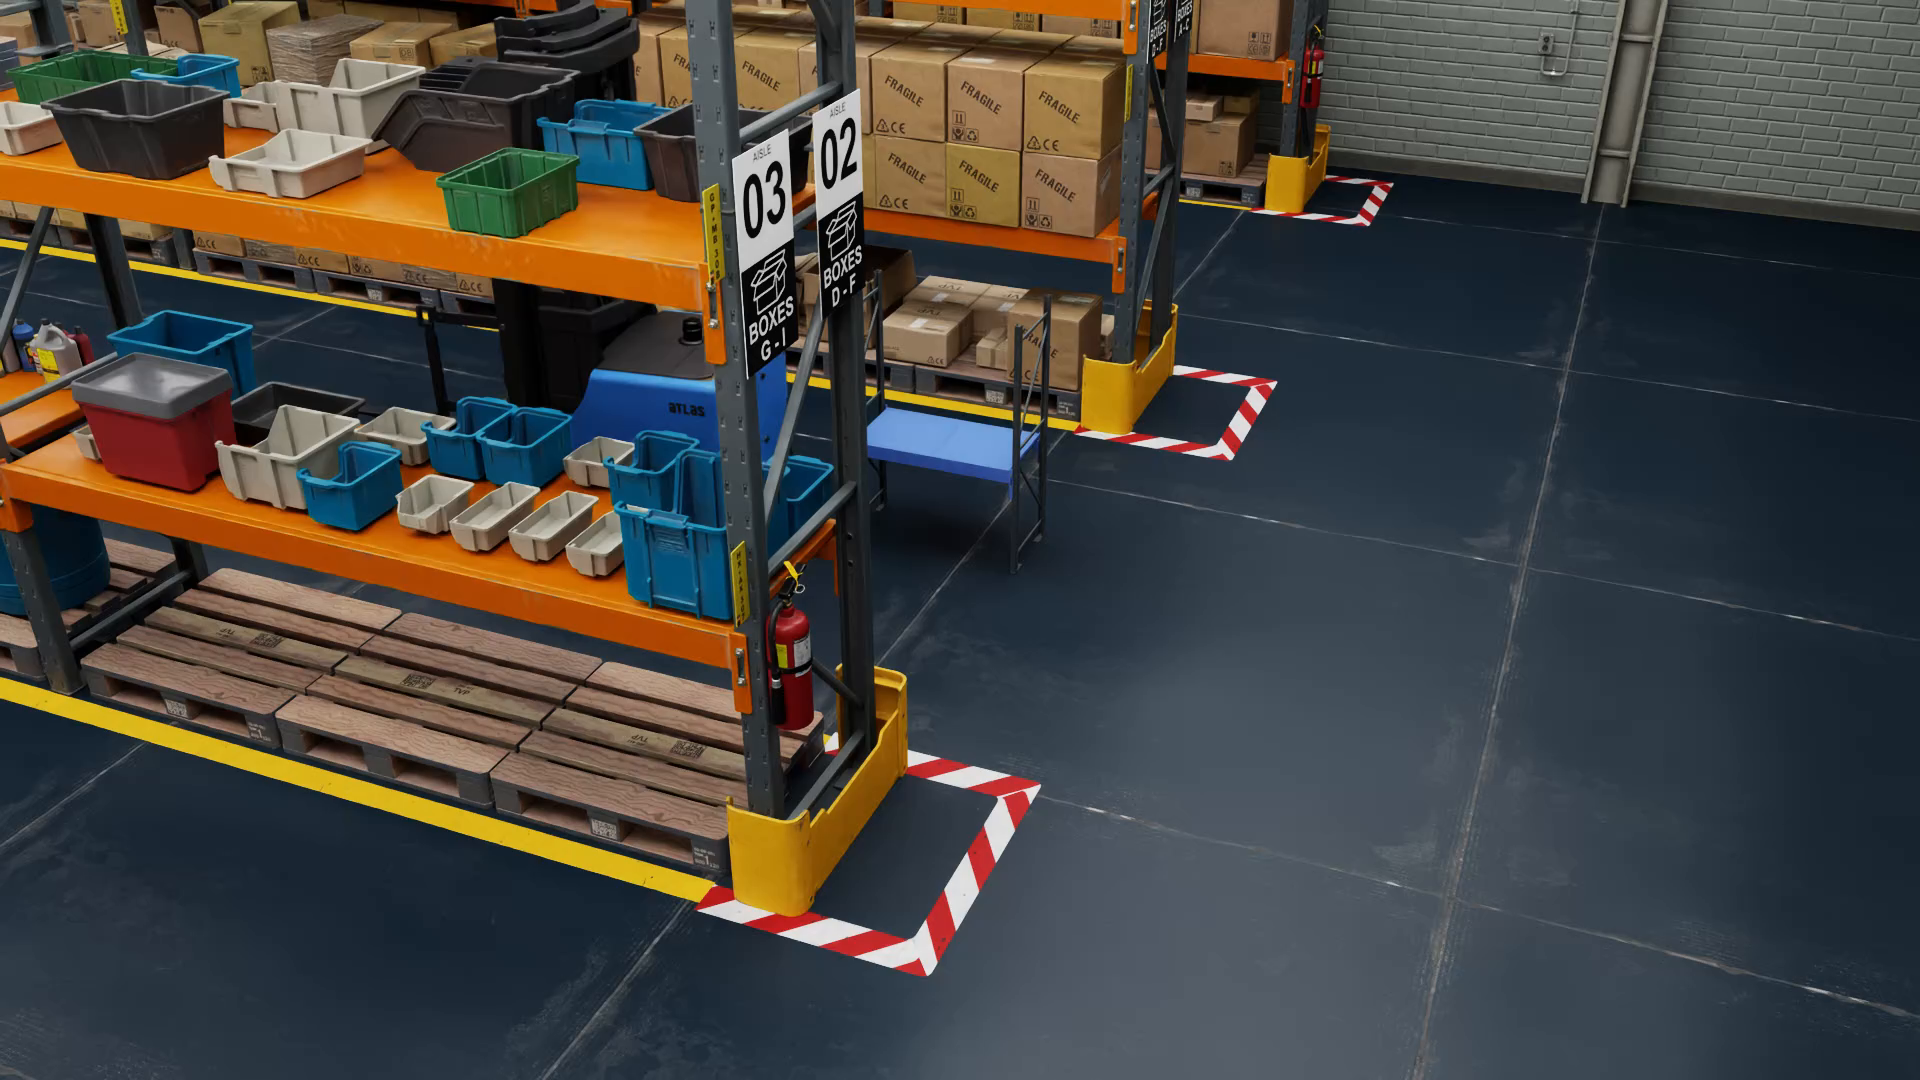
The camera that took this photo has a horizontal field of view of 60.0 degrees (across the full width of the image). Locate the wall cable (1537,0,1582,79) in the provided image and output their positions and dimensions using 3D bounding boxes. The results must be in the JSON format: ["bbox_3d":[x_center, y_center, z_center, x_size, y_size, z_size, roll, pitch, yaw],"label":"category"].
[{"bbox_3d":[4.636,-5.169,14.814,1.851,1.984,0.084,11,31,19],"label":"wall cable"}]

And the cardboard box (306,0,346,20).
[{"bbox_3d":[-6.928,-5.973,18.601,0.500,0.250,0.500,11,31,18],"label":"cardboard box"}]

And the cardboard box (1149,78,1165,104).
[{"bbox_3d":[1.897,-4.201,15.588,0.250,0.149,0.380,12,31,20],"label":"cardboard box"}]

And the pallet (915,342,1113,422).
[{"bbox_3d":[0.425,-1.220,11.694,1.213,0.211,1.003,11,31,19],"label":"pallet"}]

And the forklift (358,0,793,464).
[{"bbox_3d":[-2.603,-1.605,9.610,3.031,2.935,1.130,8,30,13],"label":"forklift"}]

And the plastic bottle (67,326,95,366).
[{"bbox_3d":[-4.517,-0.966,8.530,0.133,0.283,0.061,11,31,19],"label":"plastic bottle"}]

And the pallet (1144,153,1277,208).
[{"bbox_3d":[2.323,-3.430,15.605,1.213,0.211,1.003,11,31,19],"label":"pallet"}]

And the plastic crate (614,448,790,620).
[{"bbox_3d":[-1.012,-0.033,6.663,0.499,0.435,0.616,11,31,19],"label":"plastic crate"}]

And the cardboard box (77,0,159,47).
[{"bbox_3d":[-9.936,-6.162,19.697,0.500,0.500,0.700,9,31,16],"label":"cardboard box"}]

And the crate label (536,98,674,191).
[{"bbox_3d":[-1.365,-1.574,6.589,0.502,0.251,0.408,11,31,19],"label":"crate label"}]

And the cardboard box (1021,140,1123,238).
[{"bbox_3d":[0.717,-2.275,10.625,0.500,0.500,0.500,12,32,21],"label":"cardboard box"}]

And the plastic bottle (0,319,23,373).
[{"bbox_3d":[-4.963,-1.028,8.646,0.135,0.276,0.152,11,31,19],"label":"plastic bottle"}]

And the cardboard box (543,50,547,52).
[{"bbox_3d":[-2.827,-3.429,12.239,0.500,0.500,0.700,1,30,2],"label":"cardboard box"}]

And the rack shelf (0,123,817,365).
[{"bbox_3d":[-2.485,-1.378,6.821,4.000,0.370,1.077,11,31,19],"label":"rack shelf"}]

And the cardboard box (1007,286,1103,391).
[{"bbox_3d":[0.638,-1.364,11.209,0.500,0.500,0.500,11,31,19],"label":"cardboard box"}]

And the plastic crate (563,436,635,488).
[{"bbox_3d":[-1.631,-0.345,7.518,0.298,0.136,0.250,11,31,19],"label":"plastic crate"}]

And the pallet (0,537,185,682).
[{"bbox_3d":[-5.037,0.297,9.009,1.213,0.211,1.003,11,31,19],"label":"pallet"}]

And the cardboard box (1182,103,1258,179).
[{"bbox_3d":[2.407,-3.711,15.380,0.500,0.500,0.700,11,31,19],"label":"cardboard box"}]

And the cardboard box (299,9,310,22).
[{"bbox_3d":[-7.338,-5.727,18.927,0.500,0.500,0.700,12,32,21],"label":"cardboard box"}]

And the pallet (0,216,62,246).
[{"bbox_3d":[-8.053,-2.935,14.729,1.213,0.211,1.003,11,31,19],"label":"pallet"}]

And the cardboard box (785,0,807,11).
[{"bbox_3d":[-1.498,-5.209,16.153,0.250,0.149,0.380,12,32,21],"label":"cardboard box"}]

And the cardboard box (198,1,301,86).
[{"bbox_3d":[-5.553,-3.914,13.098,0.500,0.500,0.700,1,30,2],"label":"cardboard box"}]

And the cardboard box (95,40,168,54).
[{"bbox_3d":[-6.934,-3.968,13.812,0.500,0.311,0.500,11,31,19],"label":"cardboard box"}]

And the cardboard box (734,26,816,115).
[{"bbox_3d":[-1.187,-3.085,11.043,0.500,0.500,0.500,10,31,18],"label":"cardboard box"}]

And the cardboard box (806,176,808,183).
[{"bbox_3d":[-1.164,-2.651,11.290,0.500,0.500,0.500,11,31,19],"label":"cardboard box"}]

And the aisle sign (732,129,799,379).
[{"bbox_3d":[-0.675,-1.000,5.828,0.004,0.787,0.394,11,31,19],"label":"aisle sign"}]

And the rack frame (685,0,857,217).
[{"bbox_3d":[-0.631,-2.627,5.252,0.127,3.000,1.000,11,31,19],"label":"rack frame"}]

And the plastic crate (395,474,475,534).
[{"bbox_3d":[-2.267,-0.141,7.159,0.250,0.136,0.298,11,31,19],"label":"plastic crate"}]

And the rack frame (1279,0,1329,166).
[{"bbox_3d":[3.093,-4.532,14.720,0.127,3.000,1.000,11,31,19],"label":"rack frame"}]

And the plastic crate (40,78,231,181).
[{"bbox_3d":[-3.290,-1.649,6.703,0.590,0.269,0.497,11,31,19],"label":"plastic crate"}]

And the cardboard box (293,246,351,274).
[{"bbox_3d":[-4.914,-2.452,13.133,0.500,0.500,0.500,11,31,18],"label":"cardboard box"}]

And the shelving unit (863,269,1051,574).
[{"bbox_3d":[-0.079,-0.669,9.409,1.048,1.500,0.538,11,31,19],"label":"shelving unit"}]

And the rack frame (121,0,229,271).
[{"bbox_3d":[-6.179,-3.753,13.341,0.127,3.000,1.000,11,31,19],"label":"rack frame"}]

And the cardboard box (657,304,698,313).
[{"bbox_3d":[-2.164,-1.857,12.273,0.500,0.311,0.500,11,31,19],"label":"cardboard box"}]

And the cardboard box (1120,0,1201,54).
[{"bbox_3d":[1.939,-4.882,15.034,0.700,0.700,0.980,11,31,19],"label":"cardboard box"}]

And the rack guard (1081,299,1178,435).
[{"bbox_3d":[1.164,-1.199,11.362,0.348,0.500,1.175,11,31,19],"label":"rack guard"}]

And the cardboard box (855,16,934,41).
[{"bbox_3d":[-0.498,-3.235,11.308,0.500,0.500,0.500,11,31,19],"label":"cardboard box"}]

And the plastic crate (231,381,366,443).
[{"bbox_3d":[-3.200,-0.577,7.940,0.590,0.125,0.437,11,31,19],"label":"plastic crate"}]

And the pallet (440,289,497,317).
[{"bbox_3d":[-3.240,-1.932,12.954,1.213,0.211,1.003,11,31,19],"label":"pallet"}]

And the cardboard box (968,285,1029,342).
[{"bbox_3d":[0.374,-1.590,11.861,0.500,0.250,0.500,11,31,19],"label":"cardboard box"}]

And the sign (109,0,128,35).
[{"bbox_3d":[-6.384,-4.003,12.607,0.005,0.325,0.100,11,31,19],"label":"sign"}]

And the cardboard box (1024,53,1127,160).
[{"bbox_3d":[0.719,-2.708,10.376,0.500,0.500,0.500,11,31,19],"label":"cardboard box"}]

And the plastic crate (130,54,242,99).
[{"bbox_3d":[-3.374,-1.965,7.300,0.300,0.233,0.416,11,31,19],"label":"plastic crate"}]

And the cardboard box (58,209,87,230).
[{"bbox_3d":[-7.237,-2.818,14.055,0.500,0.250,0.500,11,31,19],"label":"cardboard box"}]
